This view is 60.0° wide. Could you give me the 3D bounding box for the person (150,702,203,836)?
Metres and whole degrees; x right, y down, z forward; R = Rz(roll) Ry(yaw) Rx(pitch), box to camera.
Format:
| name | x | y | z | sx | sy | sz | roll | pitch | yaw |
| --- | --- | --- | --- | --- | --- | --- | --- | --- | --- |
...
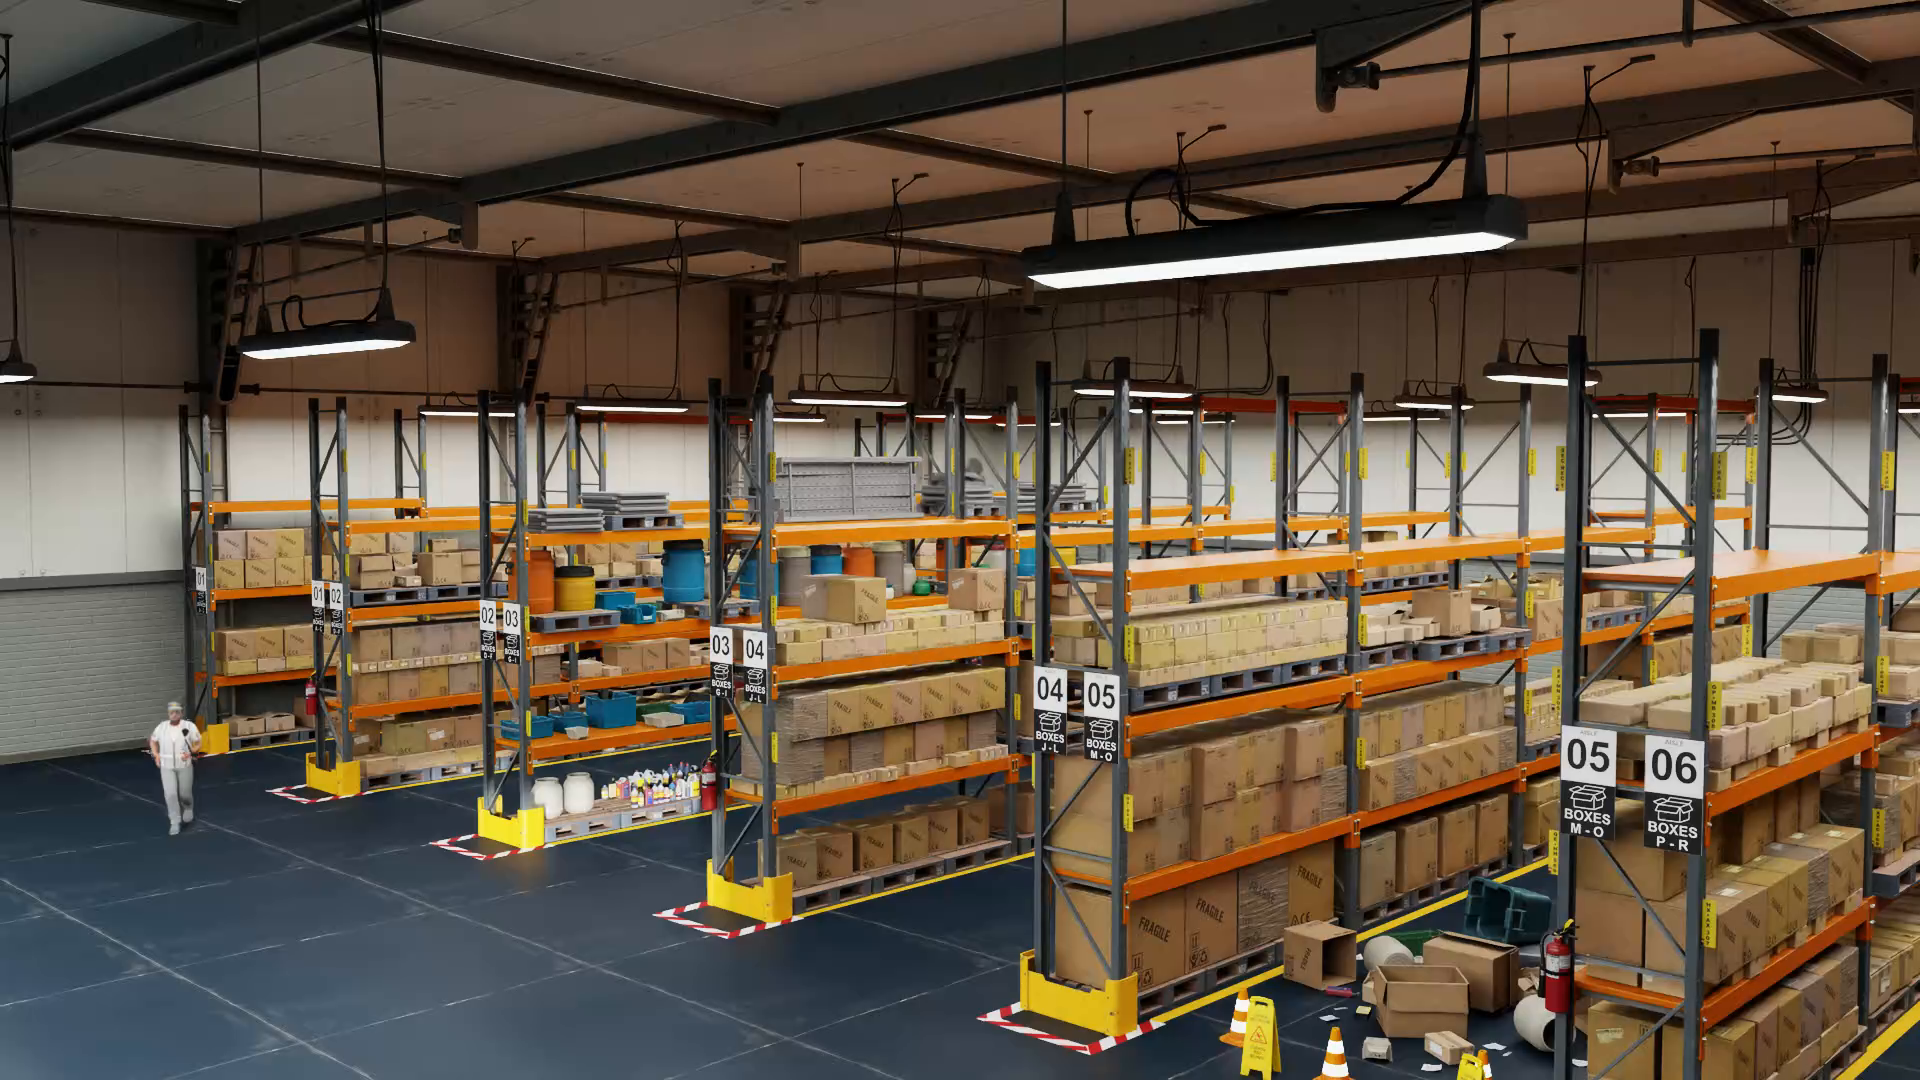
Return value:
| name | x | y | z | sx | sy | sz | roll | pitch | yaw |
| --- | --- | --- | --- | --- | --- | --- | --- | --- | --- |
| person | -10.731 | 3.088 | 22.771 | 0.670 | 1.775 | 0.781 | -1 | 3 | -20 |
